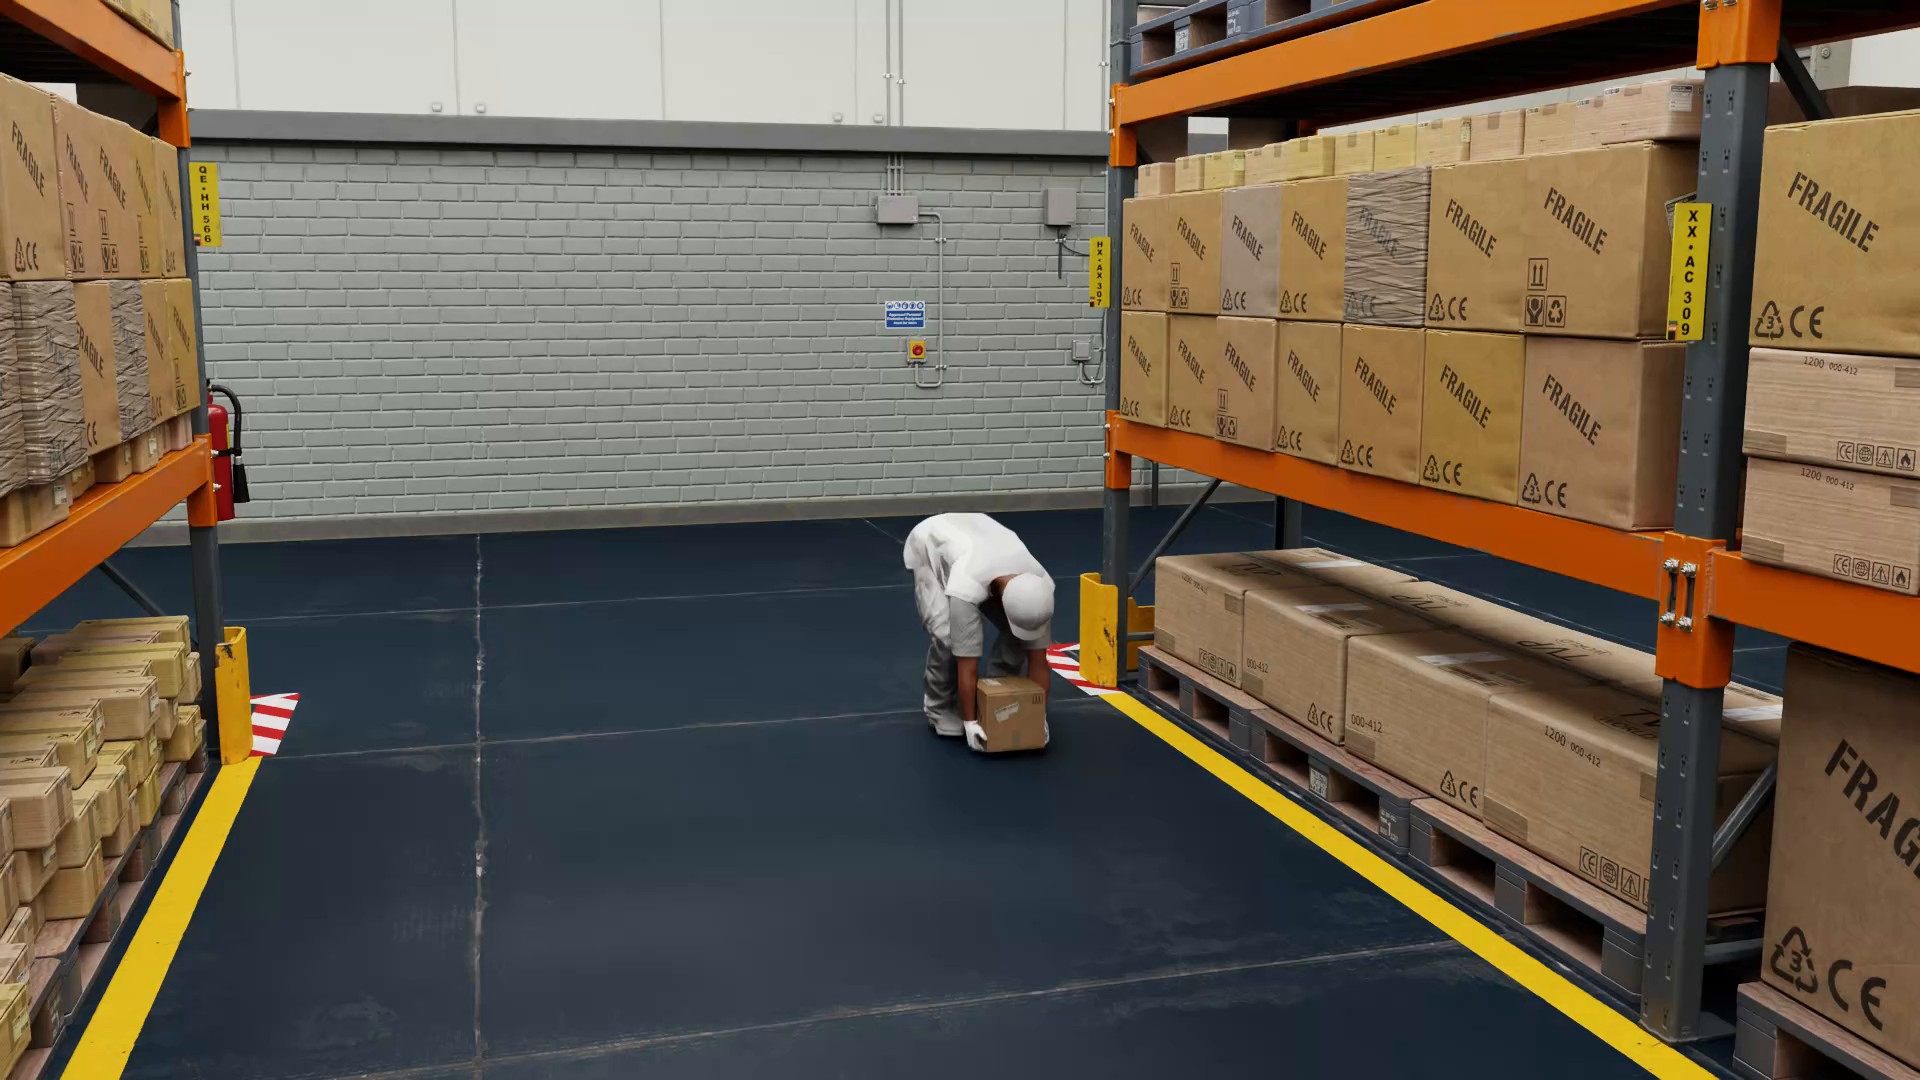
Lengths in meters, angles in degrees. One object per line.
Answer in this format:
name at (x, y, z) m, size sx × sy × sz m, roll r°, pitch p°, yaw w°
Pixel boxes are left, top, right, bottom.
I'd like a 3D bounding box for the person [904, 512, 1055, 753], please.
person at (0.115, 0.377, 7.083) m, size 0.523 × 0.947 × 0.982 m, roll -4°, pitch 10°, yaw -26°
